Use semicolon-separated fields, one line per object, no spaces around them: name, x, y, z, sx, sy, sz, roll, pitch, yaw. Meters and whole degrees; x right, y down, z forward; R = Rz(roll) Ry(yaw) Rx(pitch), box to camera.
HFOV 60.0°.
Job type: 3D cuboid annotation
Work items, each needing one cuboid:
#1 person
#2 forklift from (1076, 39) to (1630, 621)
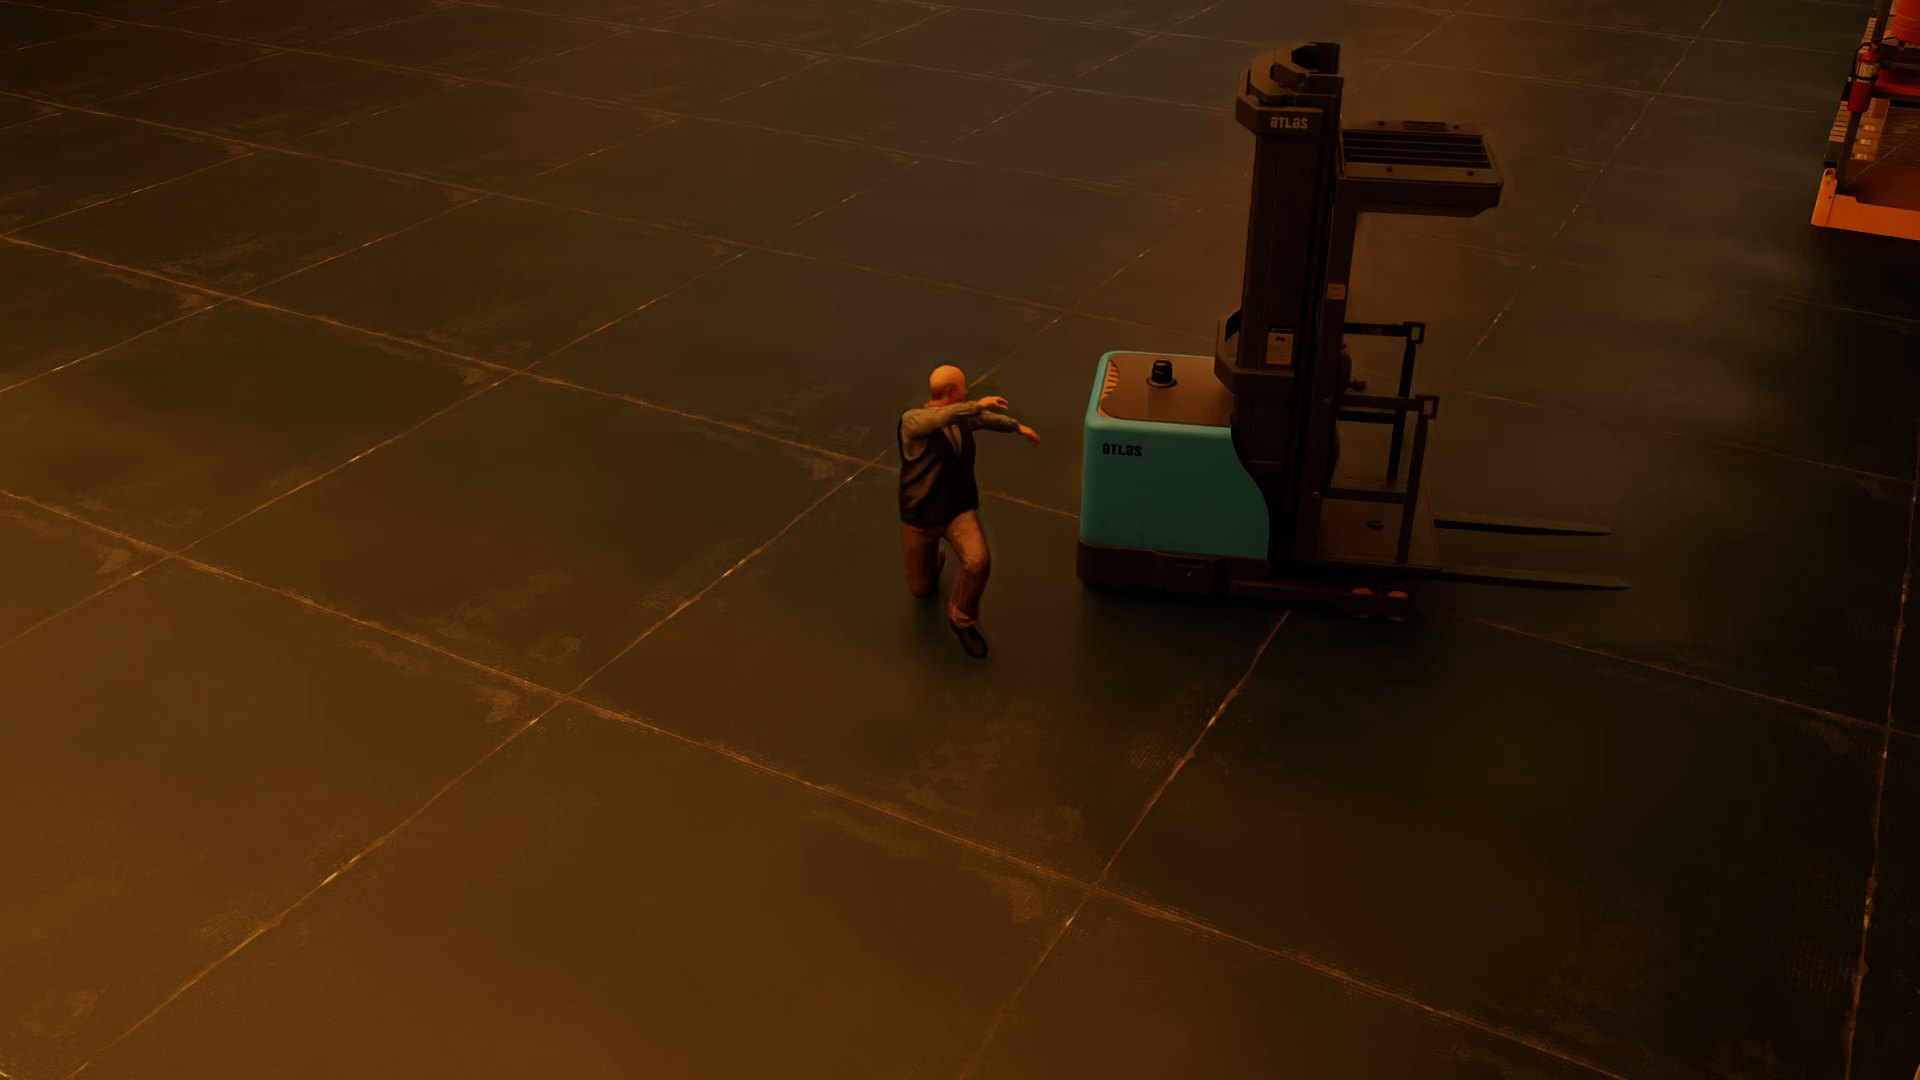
person;0.138;-0.233;8.986;0.958;1.430;0.953;-11;32;-19
forklift;2.231;-1.106;8.987;3.031;2.935;1.130;5;30;8
